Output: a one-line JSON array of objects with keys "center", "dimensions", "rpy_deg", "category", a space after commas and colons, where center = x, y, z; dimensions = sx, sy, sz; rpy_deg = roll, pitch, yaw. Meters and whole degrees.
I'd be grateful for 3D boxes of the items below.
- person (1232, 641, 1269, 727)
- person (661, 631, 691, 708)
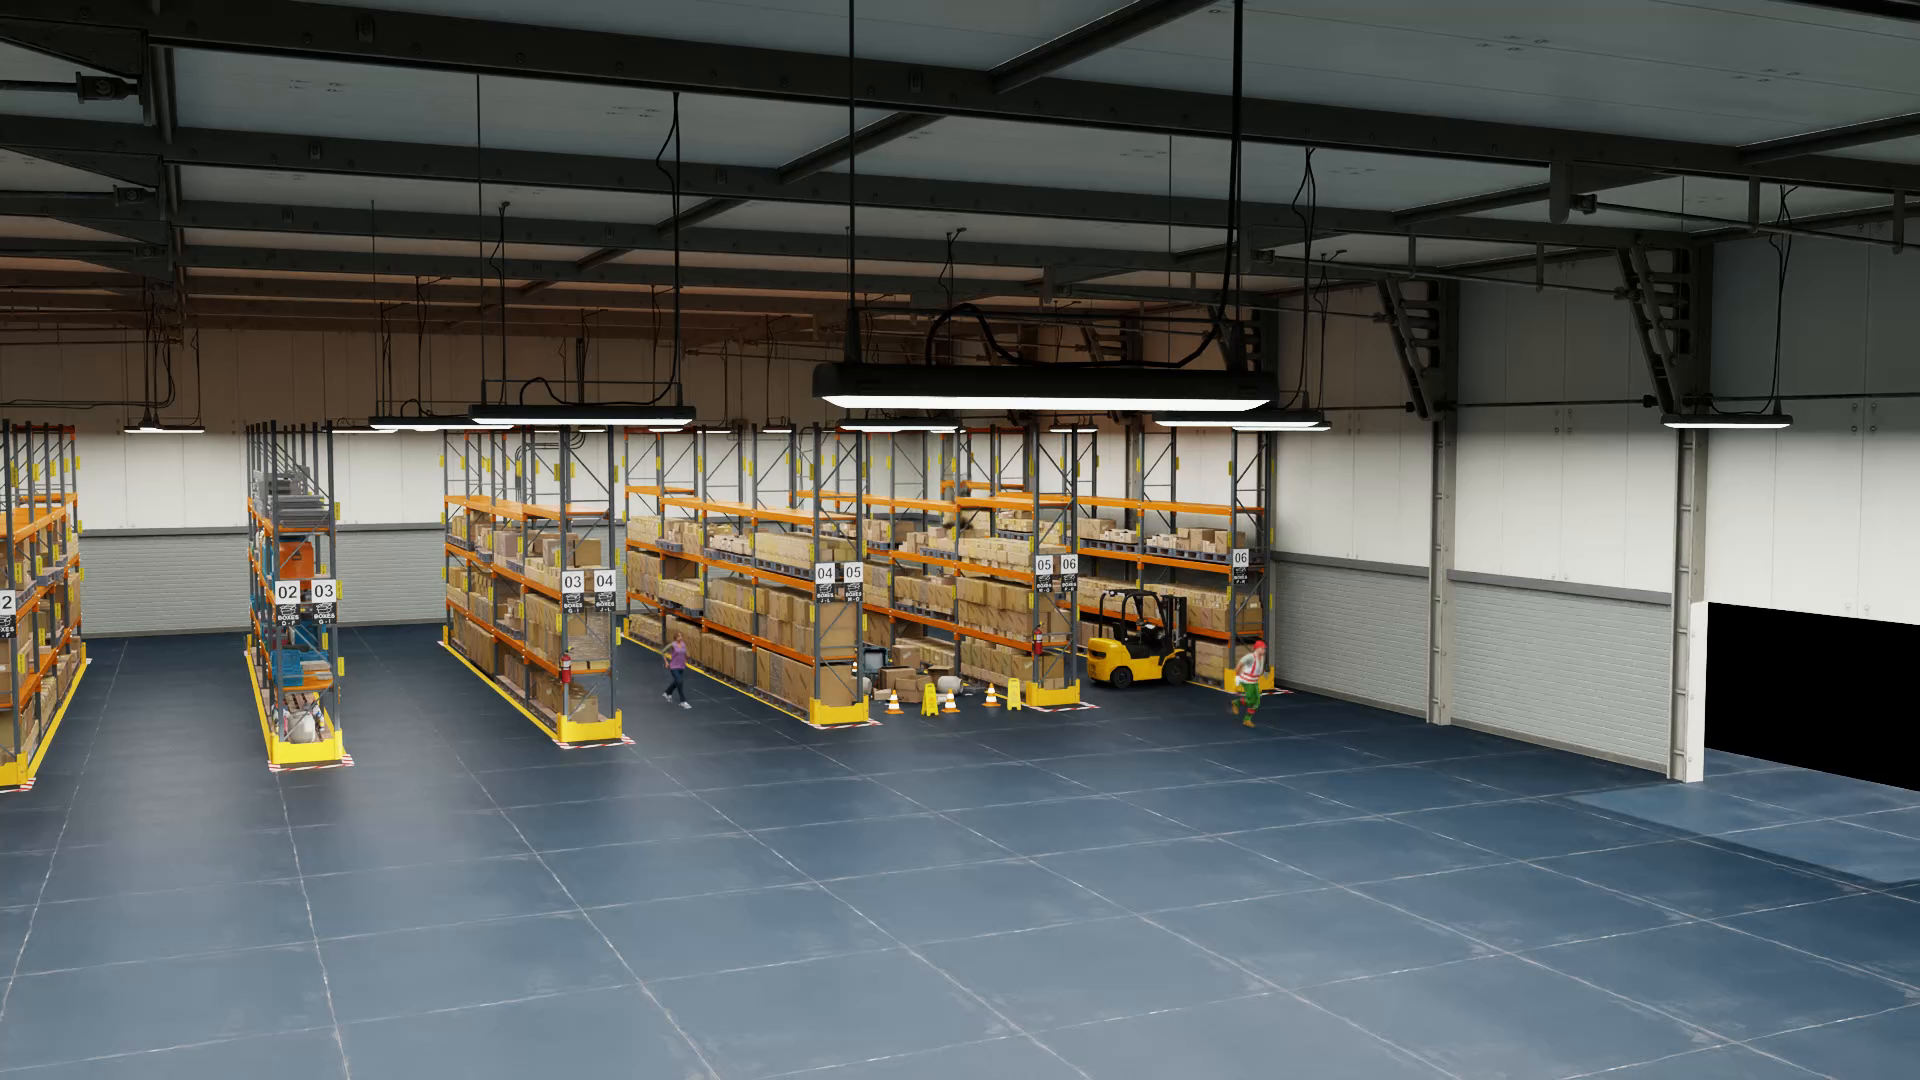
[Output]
[{"center": [5.732, 2.830, 32.882], "dimensions": [0.775, 1.711, 0.654], "rpy_deg": [3, 5, 42], "category": "person"}, {"center": [-5.973, 2.714, 35.038], "dimensions": [0.884, 1.582, 0.529], "rpy_deg": [3, 5, 40], "category": "person"}]
